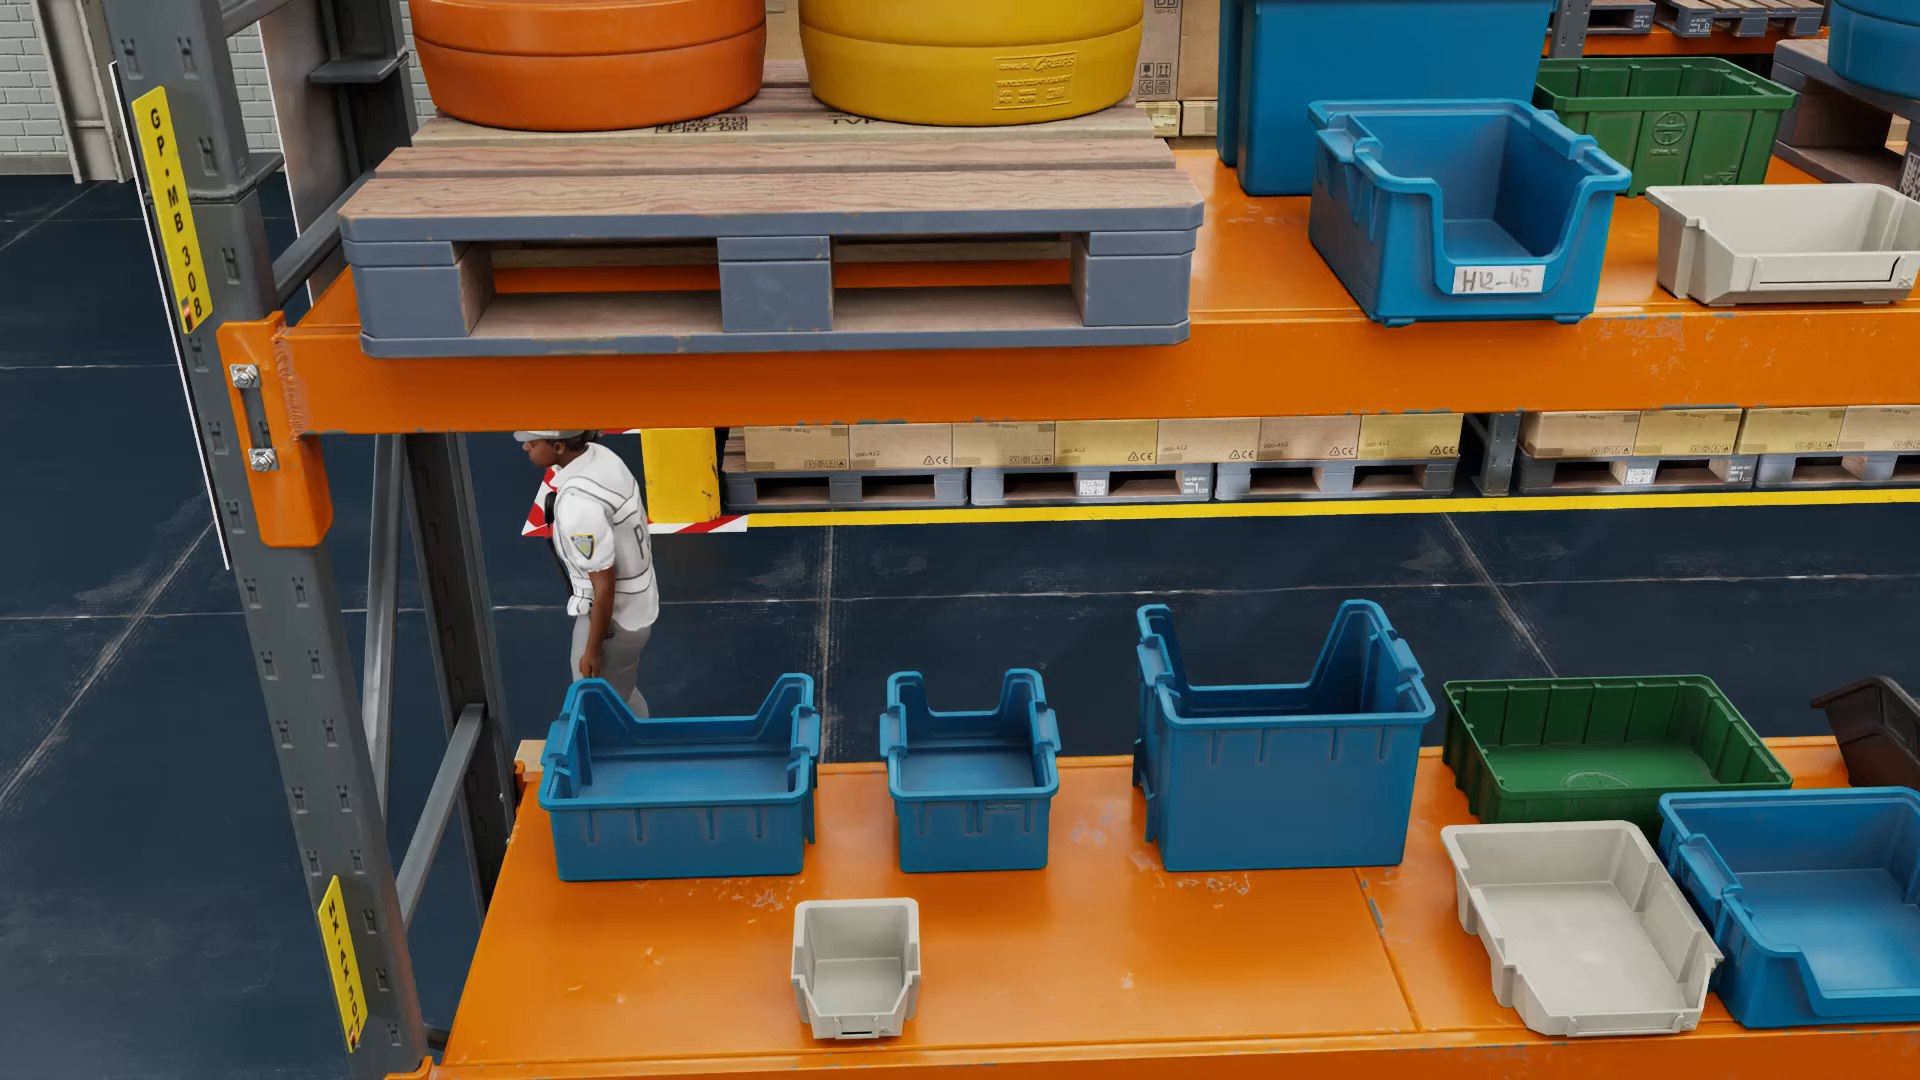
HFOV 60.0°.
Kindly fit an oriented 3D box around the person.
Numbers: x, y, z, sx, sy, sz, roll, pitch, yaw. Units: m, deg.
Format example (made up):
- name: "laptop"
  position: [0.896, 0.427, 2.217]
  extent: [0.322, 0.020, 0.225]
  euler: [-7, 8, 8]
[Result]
- name: "person"
  position: [-1.218, 0.254, 5.636]
  extent: [0.398, 1.660, 0.530]
  euler: [-3, 28, -6]
